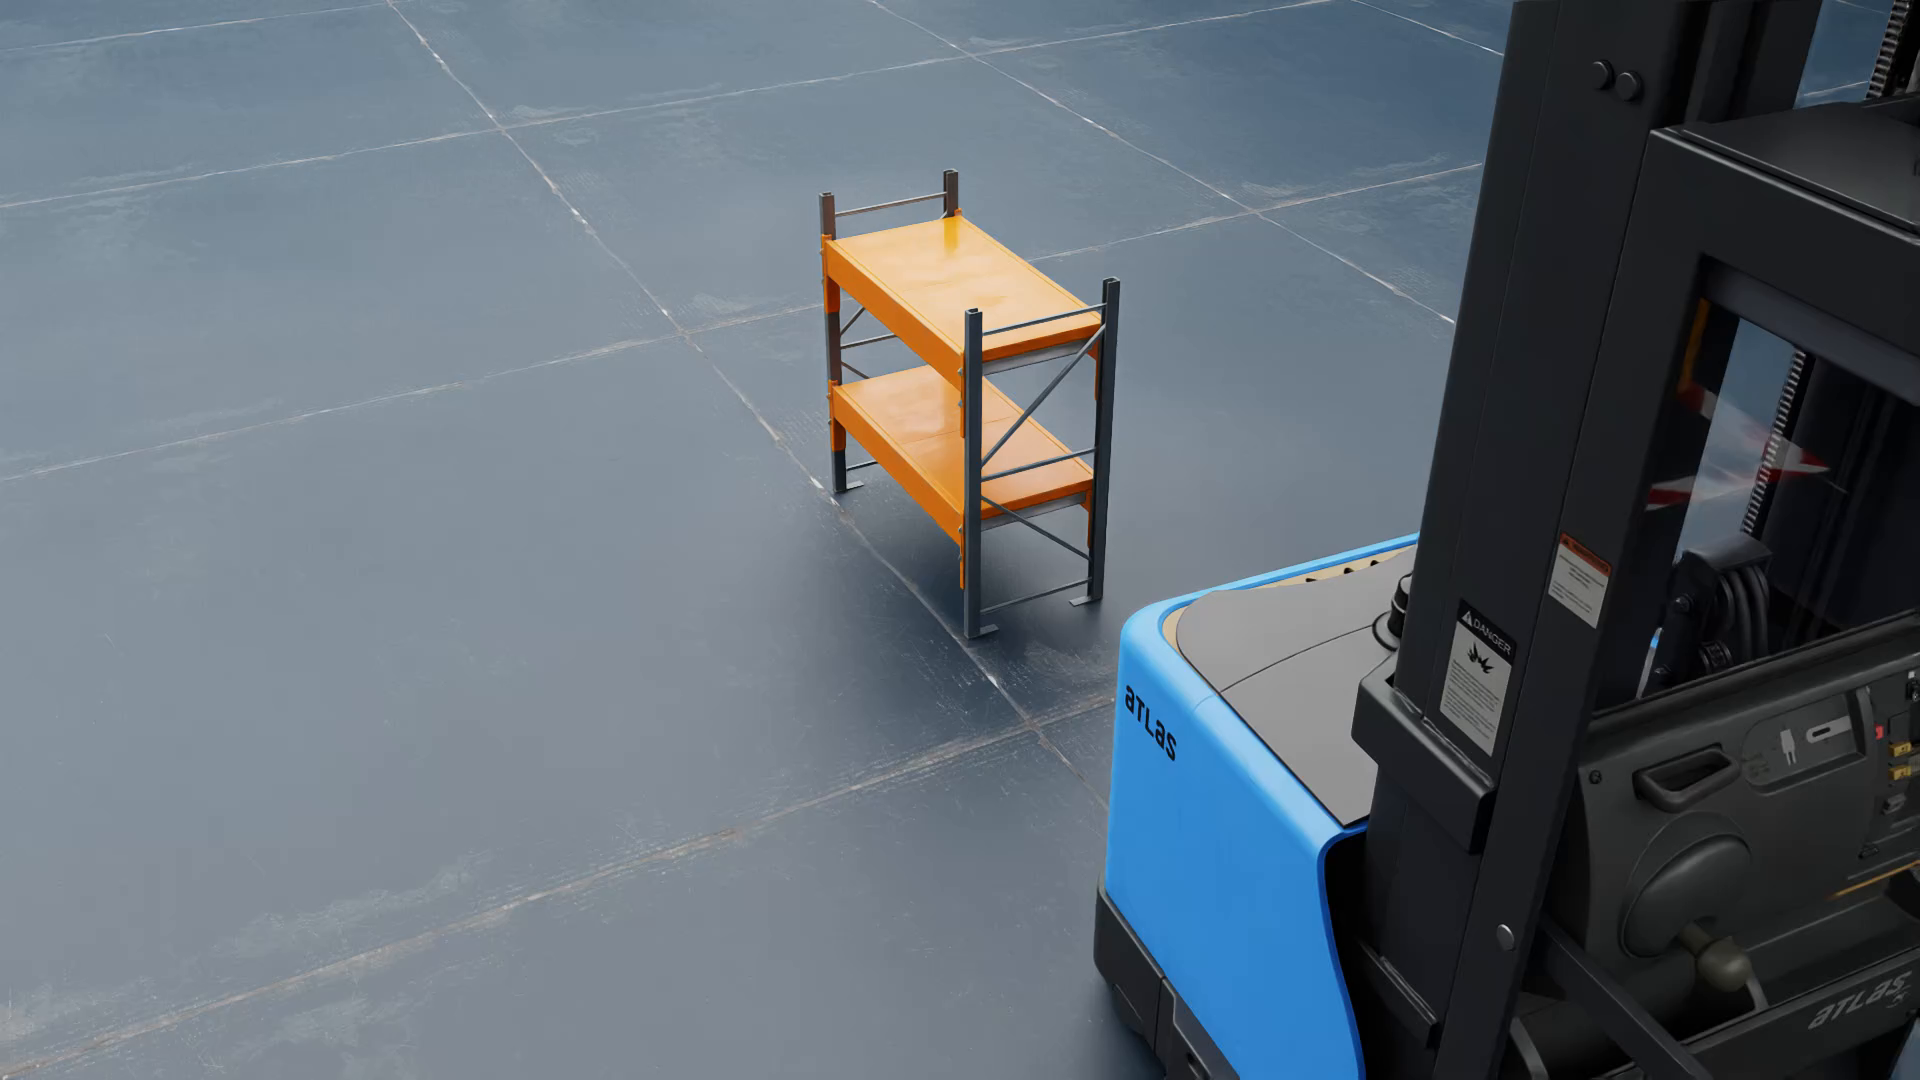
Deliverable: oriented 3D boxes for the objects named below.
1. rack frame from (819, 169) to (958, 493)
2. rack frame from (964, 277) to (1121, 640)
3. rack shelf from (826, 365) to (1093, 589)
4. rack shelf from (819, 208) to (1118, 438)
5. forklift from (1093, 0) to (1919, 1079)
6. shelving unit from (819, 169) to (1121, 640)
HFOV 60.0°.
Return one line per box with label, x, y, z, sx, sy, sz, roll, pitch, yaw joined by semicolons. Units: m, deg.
rack frame;-0.234;-0.713;5.820;0.500;1.125;0.032;-16;36;-23
rack frame;0.240;-0.228;5.063;0.500;1.125;0.032;-16;36;-23
rack shelf;0.003;-0.265;5.573;0.538;0.278;1.000;-16;36;-23
rack shelf;0.003;-0.717;5.284;0.538;0.278;1.000;-16;36;-23
forklift;1.386;0.439;2.348;1.130;2.935;3.031;-14;35;-20
shelving unit;0.003;-0.470;5.442;0.538;1.125;1.048;-16;36;-23
